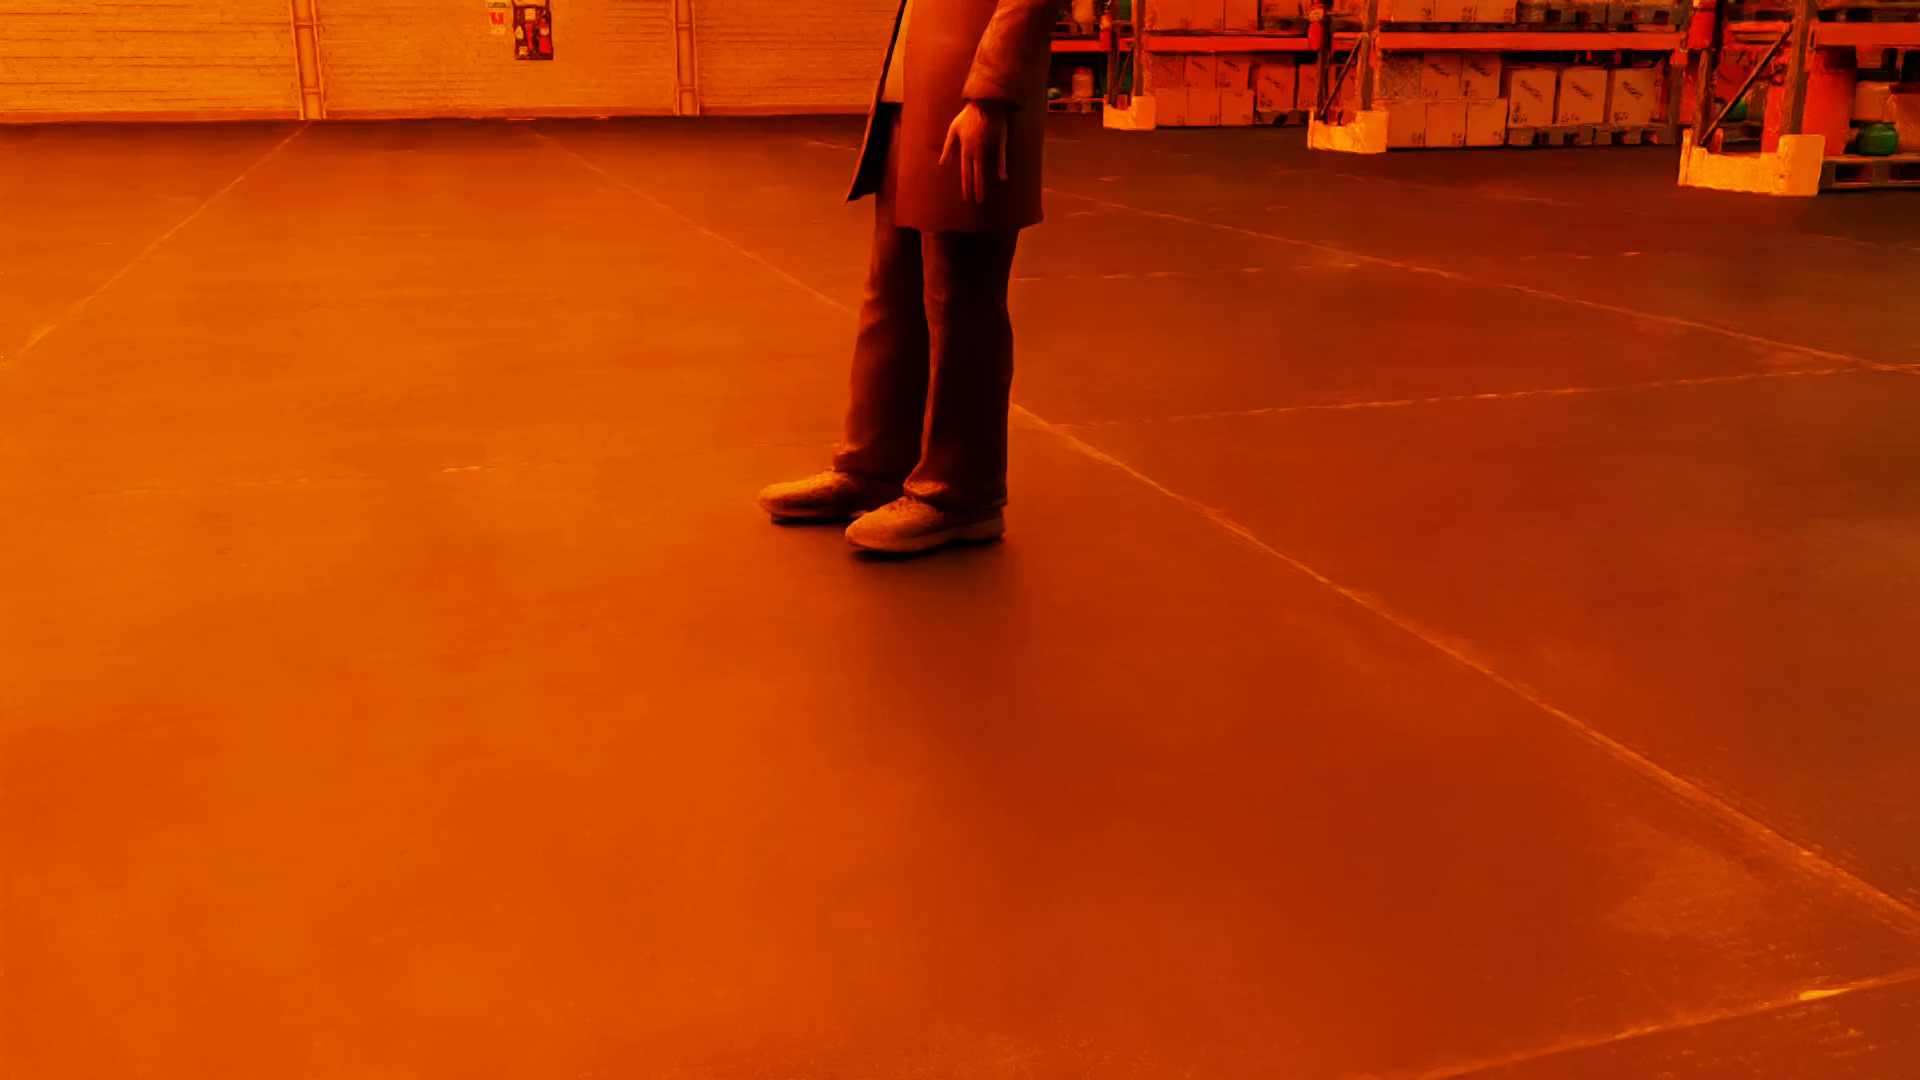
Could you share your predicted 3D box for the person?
[{"bbox_3d":[-0.088,-0.853,3.292,0.580,1.776,0.694,-5,17,-17],"label":"person"}]
